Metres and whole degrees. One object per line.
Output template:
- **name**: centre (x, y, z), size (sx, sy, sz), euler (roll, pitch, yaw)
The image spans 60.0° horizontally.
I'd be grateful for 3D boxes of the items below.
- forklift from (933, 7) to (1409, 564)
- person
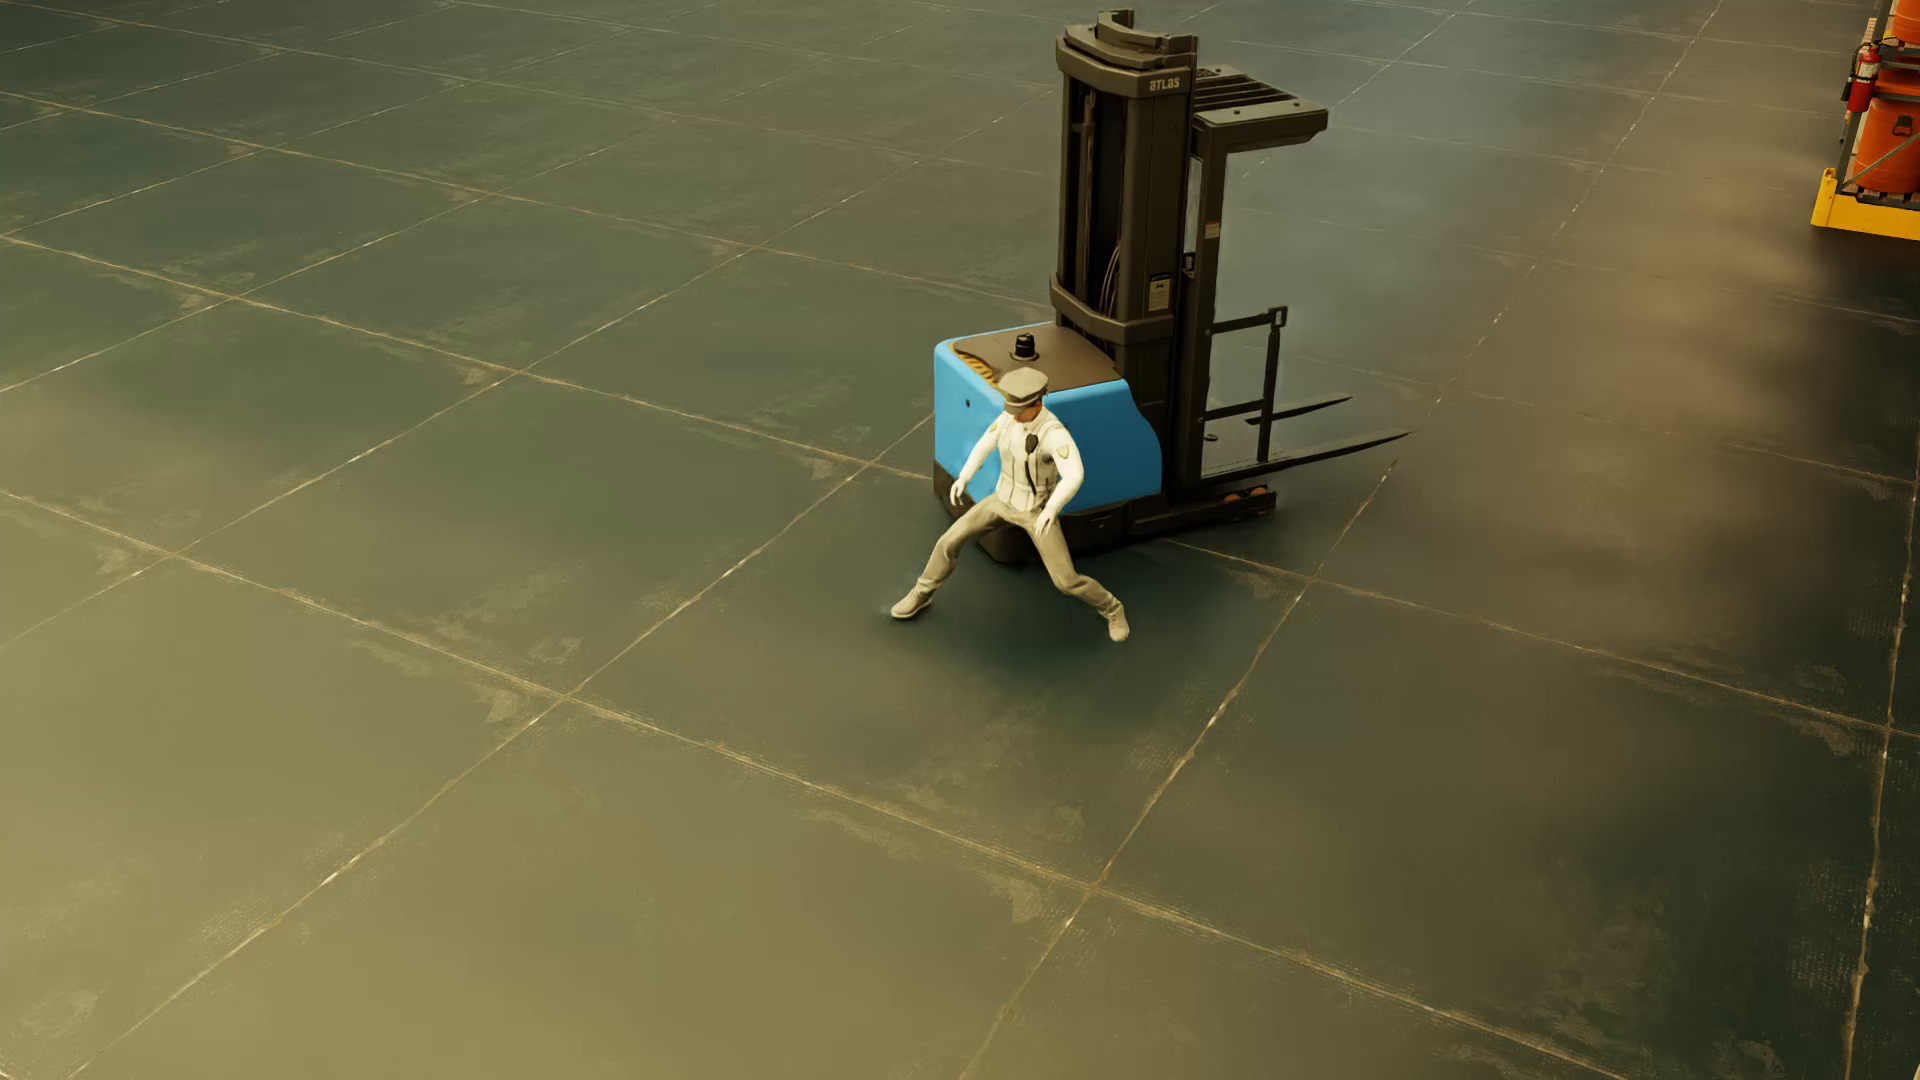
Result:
- **forklift**: centre (1.393, -1.611, 9.862), size (3.031, 2.935, 1.130), euler (-13, 32, -21)
- **person**: centre (0.294, -0.155, 8.838), size (0.956, 1.513, 1.056), euler (-25, 38, -36)
